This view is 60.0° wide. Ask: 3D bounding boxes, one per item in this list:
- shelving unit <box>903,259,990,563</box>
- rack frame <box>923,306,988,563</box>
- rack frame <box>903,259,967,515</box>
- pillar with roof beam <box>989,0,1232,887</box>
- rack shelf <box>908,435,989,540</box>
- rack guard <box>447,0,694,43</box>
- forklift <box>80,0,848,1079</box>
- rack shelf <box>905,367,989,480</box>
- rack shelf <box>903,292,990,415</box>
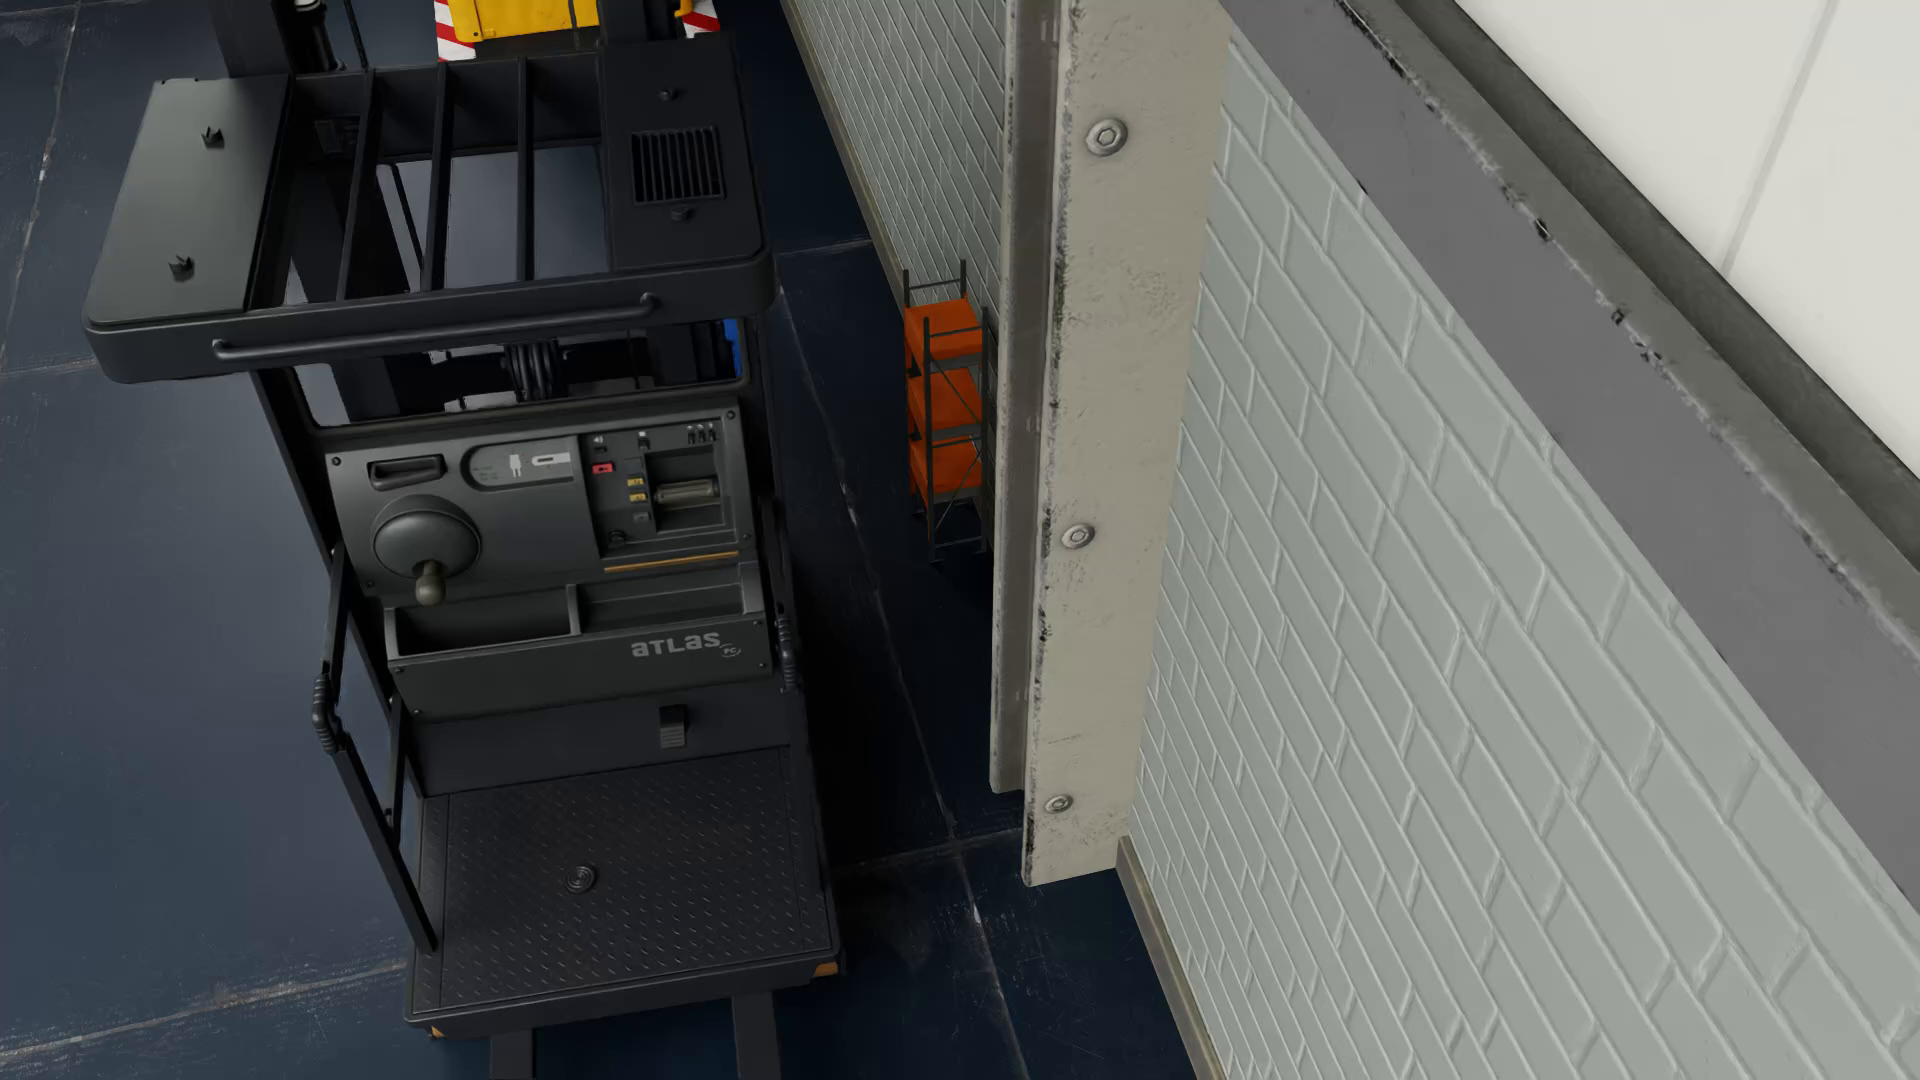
[{"bbox_3d":[-0.042,-0.393,5.399,0.215,1.050,0.252,-12,47,-11],"label":"shelving unit"},{"bbox_3d":[-0.009,-0.309,5.317,0.200,1.050,0.008,-12,47,-11],"label":"rack frame"},{"bbox_3d":[-0.075,-0.477,5.482,0.200,1.050,0.008,-12,47,-11],"label":"rack frame"},{"bbox_3d":[-3.875,-1.530,0.949,9.100,9.000,0.400,-11,47,-10],"label":"pillar with roof beam"},{"bbox_3d":[-0.041,-0.192,5.606,0.215,0.259,0.240,-12,47,-11],"label":"rack shelf"},{"bbox_3d":[-1.936,-2.823,8.167,1.175,0.500,0.348,-11,47,-10],"label":"rack guard"},{"bbox_3d":[-0.919,0.008,3.690,1.130,2.935,3.031,-7,46,-7],"label":"forklift"},{"bbox_3d":[-0.042,-0.386,5.407,0.215,0.259,0.240,-12,47,-11],"label":"rack shelf"},{"bbox_3d":[-0.044,-0.584,5.204,0.215,0.259,0.240,-12,47,-11],"label":"rack shelf"}]
